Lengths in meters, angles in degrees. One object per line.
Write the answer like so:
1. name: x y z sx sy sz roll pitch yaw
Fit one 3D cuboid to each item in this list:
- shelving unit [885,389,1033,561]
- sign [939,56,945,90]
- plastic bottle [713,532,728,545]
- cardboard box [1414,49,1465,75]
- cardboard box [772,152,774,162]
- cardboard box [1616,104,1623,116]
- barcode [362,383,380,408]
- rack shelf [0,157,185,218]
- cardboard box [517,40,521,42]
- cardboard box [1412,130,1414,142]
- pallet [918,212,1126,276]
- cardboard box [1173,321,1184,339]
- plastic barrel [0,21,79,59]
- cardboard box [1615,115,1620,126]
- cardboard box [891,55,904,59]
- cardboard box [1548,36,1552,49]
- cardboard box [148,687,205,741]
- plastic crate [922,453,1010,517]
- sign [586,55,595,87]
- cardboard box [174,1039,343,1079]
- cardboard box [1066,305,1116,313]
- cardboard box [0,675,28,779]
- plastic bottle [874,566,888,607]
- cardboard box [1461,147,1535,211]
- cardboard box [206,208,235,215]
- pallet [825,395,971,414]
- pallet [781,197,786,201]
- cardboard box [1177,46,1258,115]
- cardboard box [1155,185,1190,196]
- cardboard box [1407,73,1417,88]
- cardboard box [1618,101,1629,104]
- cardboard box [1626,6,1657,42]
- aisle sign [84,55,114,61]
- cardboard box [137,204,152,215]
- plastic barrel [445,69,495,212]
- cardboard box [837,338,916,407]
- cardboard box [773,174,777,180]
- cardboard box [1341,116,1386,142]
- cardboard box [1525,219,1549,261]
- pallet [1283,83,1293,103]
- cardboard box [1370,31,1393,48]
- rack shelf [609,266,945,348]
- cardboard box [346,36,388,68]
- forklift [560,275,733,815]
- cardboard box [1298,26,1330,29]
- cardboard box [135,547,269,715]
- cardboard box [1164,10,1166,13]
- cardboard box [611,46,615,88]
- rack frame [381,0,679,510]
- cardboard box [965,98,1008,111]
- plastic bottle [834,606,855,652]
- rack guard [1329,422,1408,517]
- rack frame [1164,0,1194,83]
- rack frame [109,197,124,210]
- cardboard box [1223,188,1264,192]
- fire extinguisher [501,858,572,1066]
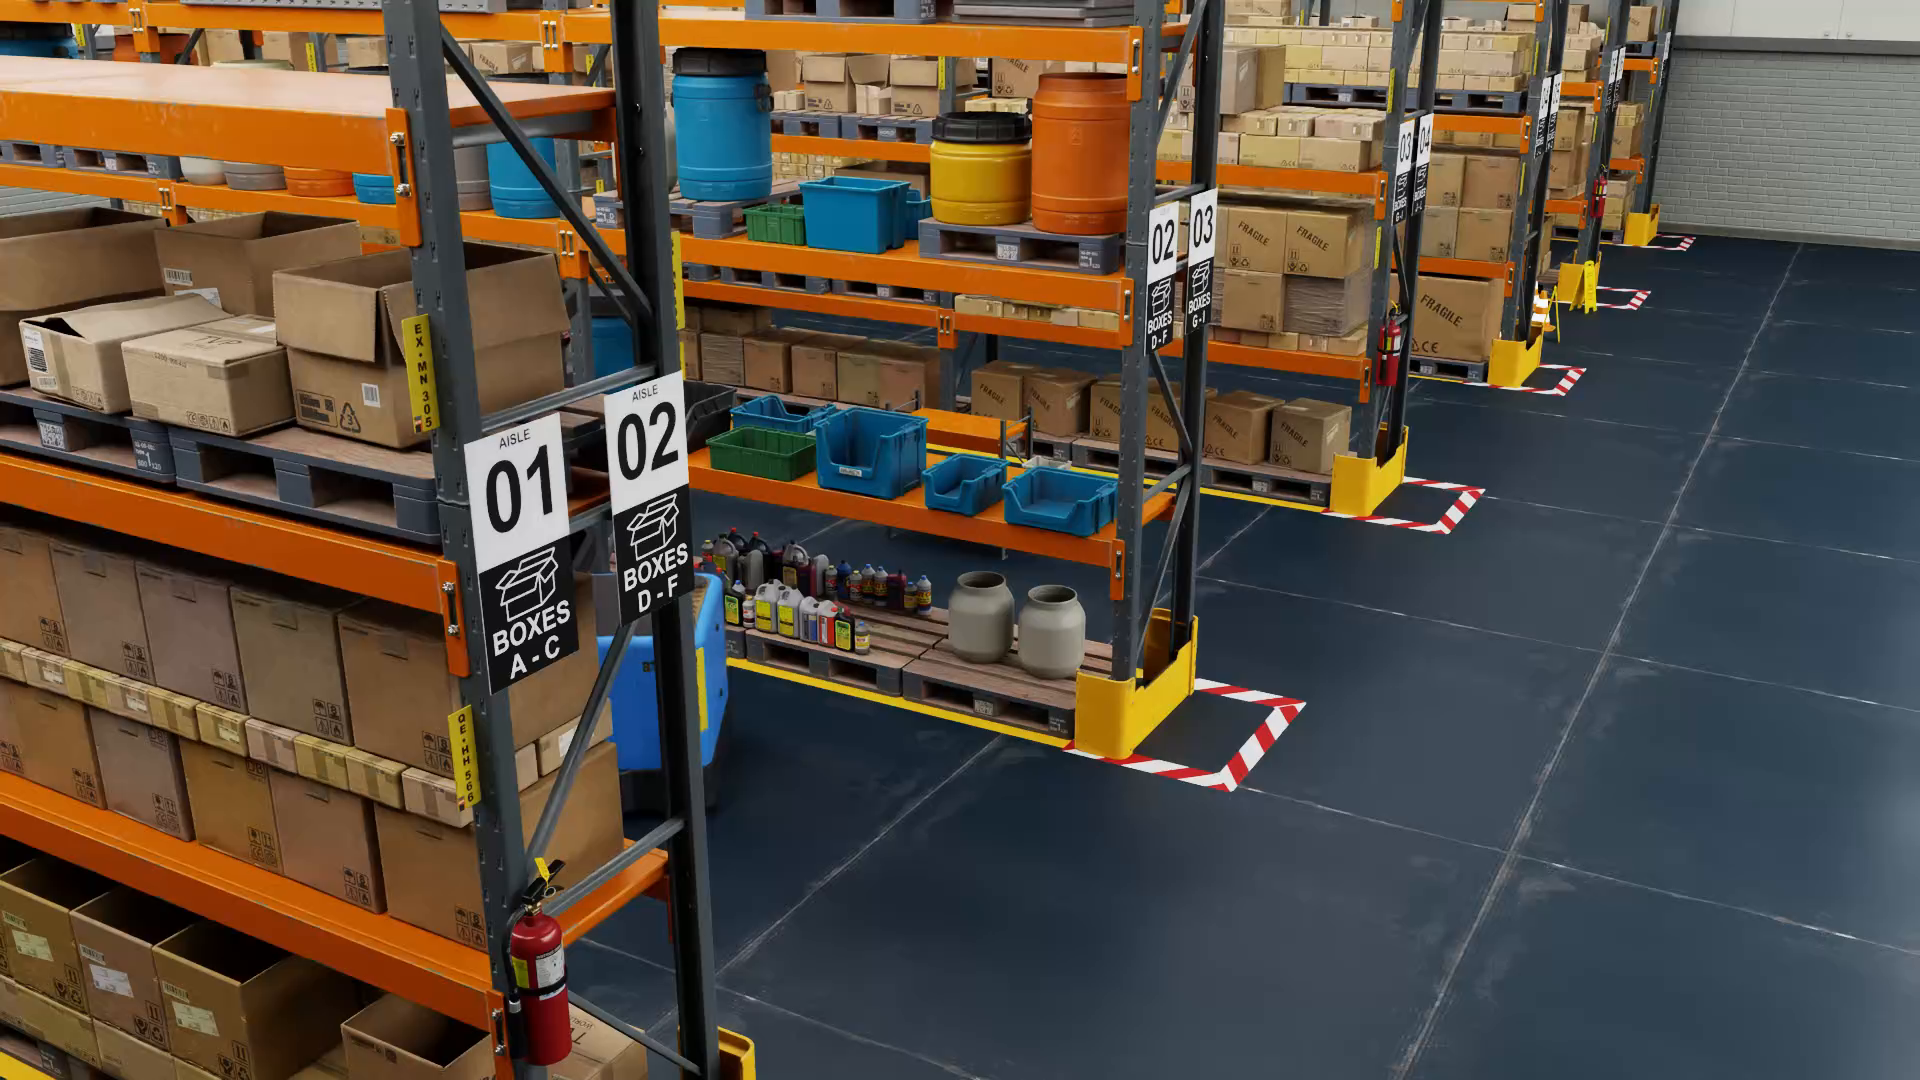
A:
1. shelving unit: -0.006 -0.530 13.176 1.048 1.125 0.538 11 23 27
2. sign: -0.159 -4.122 14.596 0.005 0.325 0.100 11 23 27
3. plastic bottle: -1.726 0.077 12.094 0.133 0.283 0.061 12 23 30
4. cardboard box: 5.108 -5.050 17.510 0.500 0.250 0.500 11 23 27
5. cardboard box: -2.417 -5.050 21.768 0.250 0.149 0.380 11 23 27
6. cardboard box: 10.205 -6.734 25.995 0.250 0.149 0.380 11 23 27
7. barcode: -1.732 -0.426 4.890 0.075 0.075 0.001 11 23 27
8. rack shelf: -7.545 -3.045 14.017 4.000 0.370 1.077 11 23 27
9. cardboard box: -6.270 -7.072 23.550 0.500 0.250 0.500 10 22 25
10. cardboard box: 6.081 -5.736 22.731 0.500 0.500 0.700 10 22 26
11. pallet: 0.511 -1.798 9.802 1.213 0.211 1.003 11 23 27
12. cardboard box: 1.891 -1.871 14.492 0.250 0.149 0.380 11 23 27
13. plastic barrel: -7.726 -3.911 13.997 0.708 0.901 0.600 11 23 27
14. cardboard box: 10.174 -6.573 25.989 0.250 0.149 0.380 11 23 28
15. cardboard box: -0.663 -6.008 20.736 0.250 0.149 0.380 10 22 25
16. cardboard box: 7.556 -6.461 21.579 0.250 0.149 0.380 11 22 27
17. cardboard box: -2.791 0.590 6.242 0.250 0.149 0.380 11 23 29
18. plastic crate: 0.038 -0.344 10.133 0.408 0.251 0.499 11 23 27
19. sign: -3.661 -4.642 16.489 0.005 0.325 0.100 11 23 27
20. cardboard box: -2.726 2.096 6.606 0.500 0.250 0.500 11 23 27
21. cardboard box: 1.377 -2.397 14.991 0.500 0.500 0.875 11 23 27
22. cardboard box: -3.872 0.609 7.140 0.500 0.500 0.700 11 22 27
23. plastic bottle: -0.545 0.314 11.456 0.097 0.271 0.097 0 20 0
24. cardboard box: 5.803 -3.896 17.903 0.550 0.550 0.875 11 23 27
25. cardboard box: -8.728 -4.100 20.054 0.500 0.250 0.500 10 22 26
26. pallet: -0.572 -1.268 16.551 1.213 0.211 1.003 11 23 27
27. pallet: -2.624 -4.802 22.485 1.213 0.211 1.003 11 23 27
28. cardboard box: 2.124 -3.799 13.725 0.500 0.500 0.500 11 23 27
29. cardboard box: 1.944 -2.863 14.811 0.500 0.500 0.500 11 23 27
30. cardboard box: 4.764 -4.905 17.694 0.250 0.149 0.380 10 22 27
31. cardboard box: 10.461 -6.887 26.419 0.250 0.149 0.380 12 23 29
32. cardboard box: 10.346 -7.916 25.480 0.500 0.500 0.500 12 23 29
33. aisle sign: -10.577 -5.590 20.565 0.004 0.787 0.394 11 23 27
34. cardboard box: -9.994 -4.128 20.714 0.250 0.149 0.380 10 22 27
35. plastic barrel: -3.427 -2.750 11.413 0.600 0.901 0.600 0 20 0
36. cardboard box: -0.824 -1.675 16.605 0.500 0.500 0.700 11 22 27
37. cardboard box: -2.423 -4.771 21.871 0.250 0.149 0.380 10 22 25
38. cardboard box: 3.206 -3.265 13.204 0.250 0.149 0.380 11 23 27
39. cardboard box: 7.607 -4.048 22.442 0.500 0.500 0.500 11 23 28
40. pallet: 3.325 -5.139 18.864 1.213 0.211 1.003 11 23 27
41. cardboard box: 4.539 -5.322 17.676 0.250 0.149 0.380 10 22 27
42. rack shelf: -1.637 -2.444 16.760 4.000 0.370 1.077 11 23 27
43. cardboard box: -6.364 -5.341 18.530 0.500 0.500 0.700 11 23 29
44. forklift: -2.871 -0.005 9.082 3.031 2.935 1.130 0 20 -1
45. cardboard box: 3.976 -5.687 18.681 0.250 0.149 0.380 11 23 27
46. cardboard box: -2.583 0.247 6.236 0.500 0.500 0.700 11 23 28
47. cardboard box: 3.423 -9.180 29.073 0.250 0.149 0.380 12 23 29
48. cardboard box: -3.098 -4.652 16.514 0.500 0.500 0.500 11 23 28
49. rack frame: -1.234 -1.656 4.735 0.127 3.000 1.000 11 23 27
50. cardboard box: 0.242 -3.831 14.764 0.250 0.149 0.380 10 22 26
51. plastic bottle: -0.743 0.571 10.730 0.133 0.283 0.061 11 23 29
52. rack guard: 3.535 -0.622 14.347 0.348 0.500 1.175 11 23 27
53. rack frame: 2.616 -6.730 18.721 0.127 3.000 1.000 11 23 27
54. rack frame: -10.367 -4.446 21.222 0.127 3.000 1.000 11 23 27
55. cardboard box: 3.435 -3.838 19.326 0.550 0.550 0.875 11 23 27
56. fire extinguisher: -1.357 1.358 5.336 0.183 0.674 0.296 11 23 27
